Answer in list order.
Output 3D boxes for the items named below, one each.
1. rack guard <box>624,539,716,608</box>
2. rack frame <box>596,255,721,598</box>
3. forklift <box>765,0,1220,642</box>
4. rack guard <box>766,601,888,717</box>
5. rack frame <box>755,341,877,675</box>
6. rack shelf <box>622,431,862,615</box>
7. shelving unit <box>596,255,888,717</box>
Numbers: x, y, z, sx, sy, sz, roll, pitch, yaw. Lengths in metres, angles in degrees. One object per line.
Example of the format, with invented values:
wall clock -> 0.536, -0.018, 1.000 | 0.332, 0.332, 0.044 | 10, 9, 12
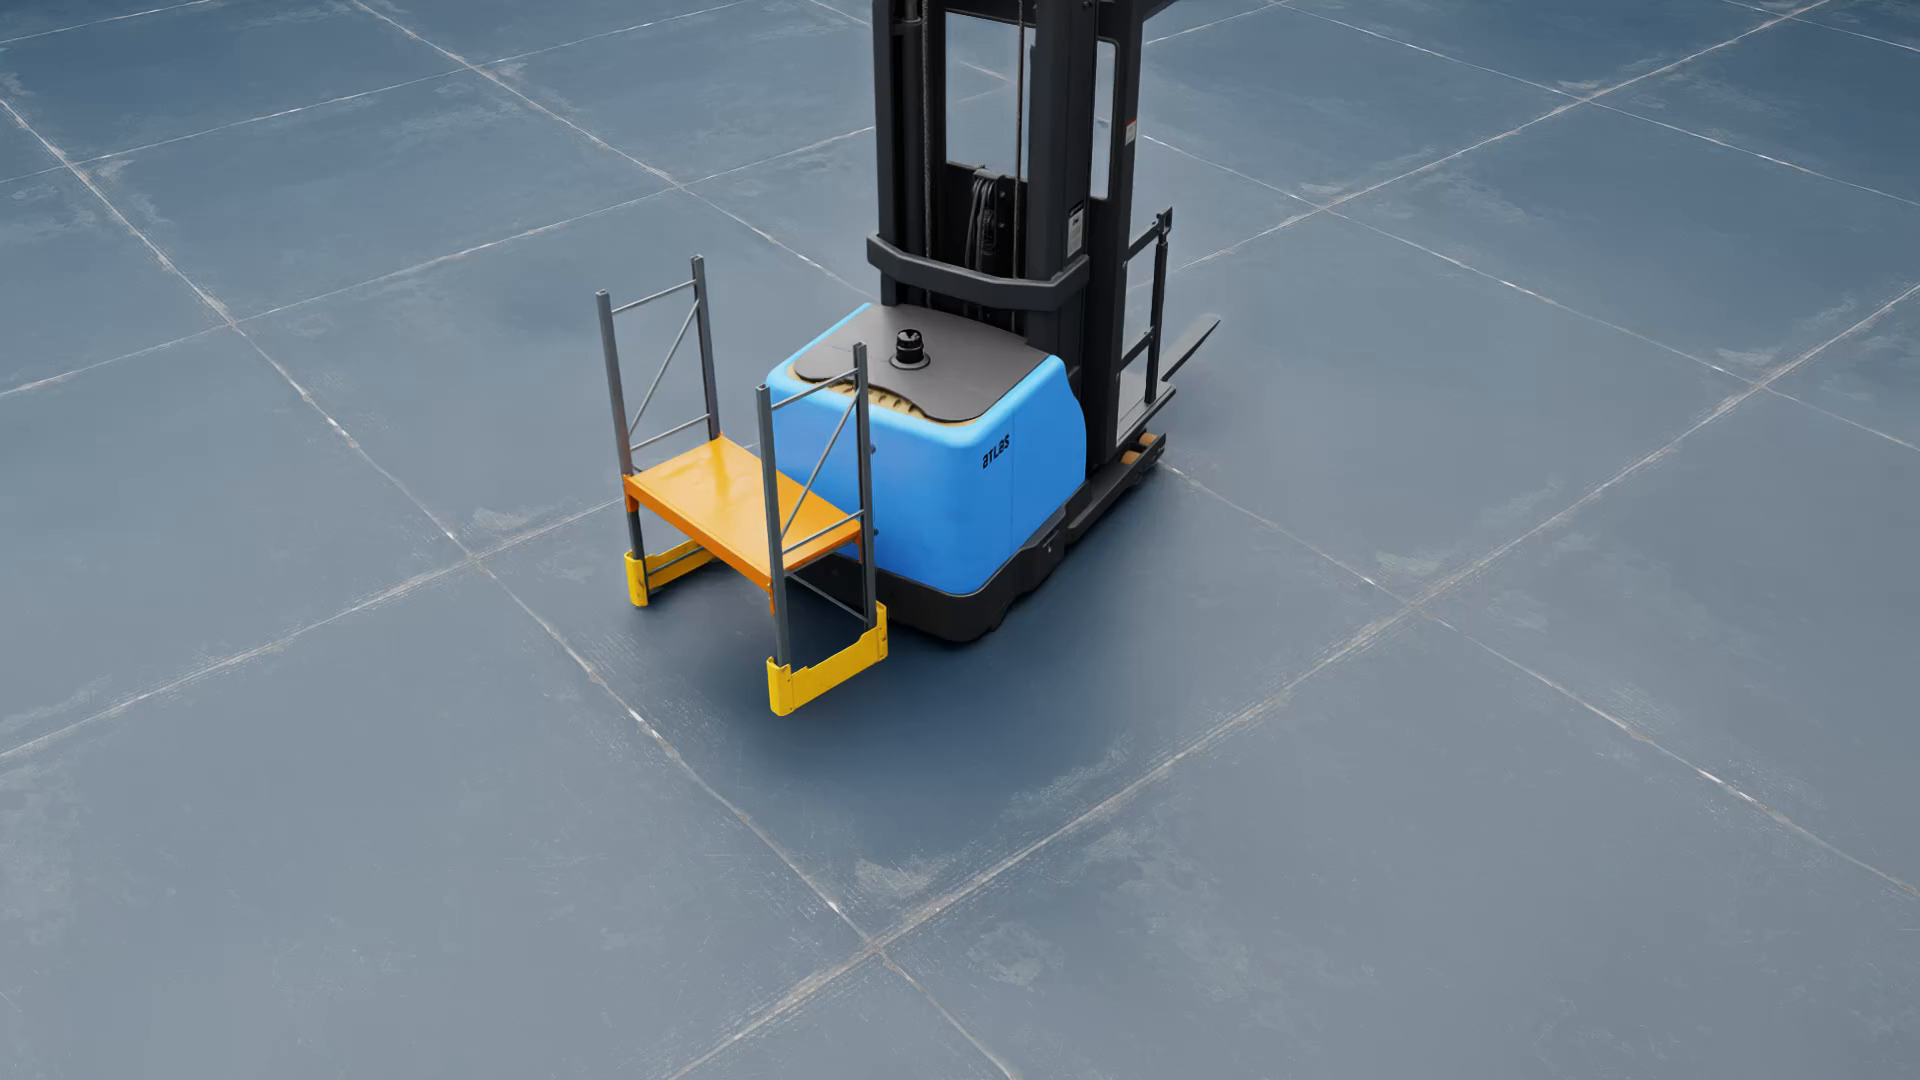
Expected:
rack guard -> -1.226, 0.067, 7.439 | 0.587, 0.250, 0.087 | -29, 44, -34
rack frame -> -1.239, -0.451, 7.089 | 0.500, 1.500, 0.032 | -29, 44, -34
forklift -> 0.364, -1.591, 7.460 | 1.130, 2.935, 3.031 | 19, 40, 25
rack guard -> -0.539, 0.484, 6.850 | 0.587, 0.250, 0.087 | -29, 44, -34
rack frame -> -0.539, -0.025, 6.488 | 0.500, 1.500, 0.032 | -29, 44, -34
rack shelf -> -0.889, -0.091, 6.892 | 0.538, 0.185, 1.000 | -29, 44, -34
shelving unit -> -0.883, -0.234, 6.783 | 0.587, 1.500, 1.083 | -29, 44, -34
